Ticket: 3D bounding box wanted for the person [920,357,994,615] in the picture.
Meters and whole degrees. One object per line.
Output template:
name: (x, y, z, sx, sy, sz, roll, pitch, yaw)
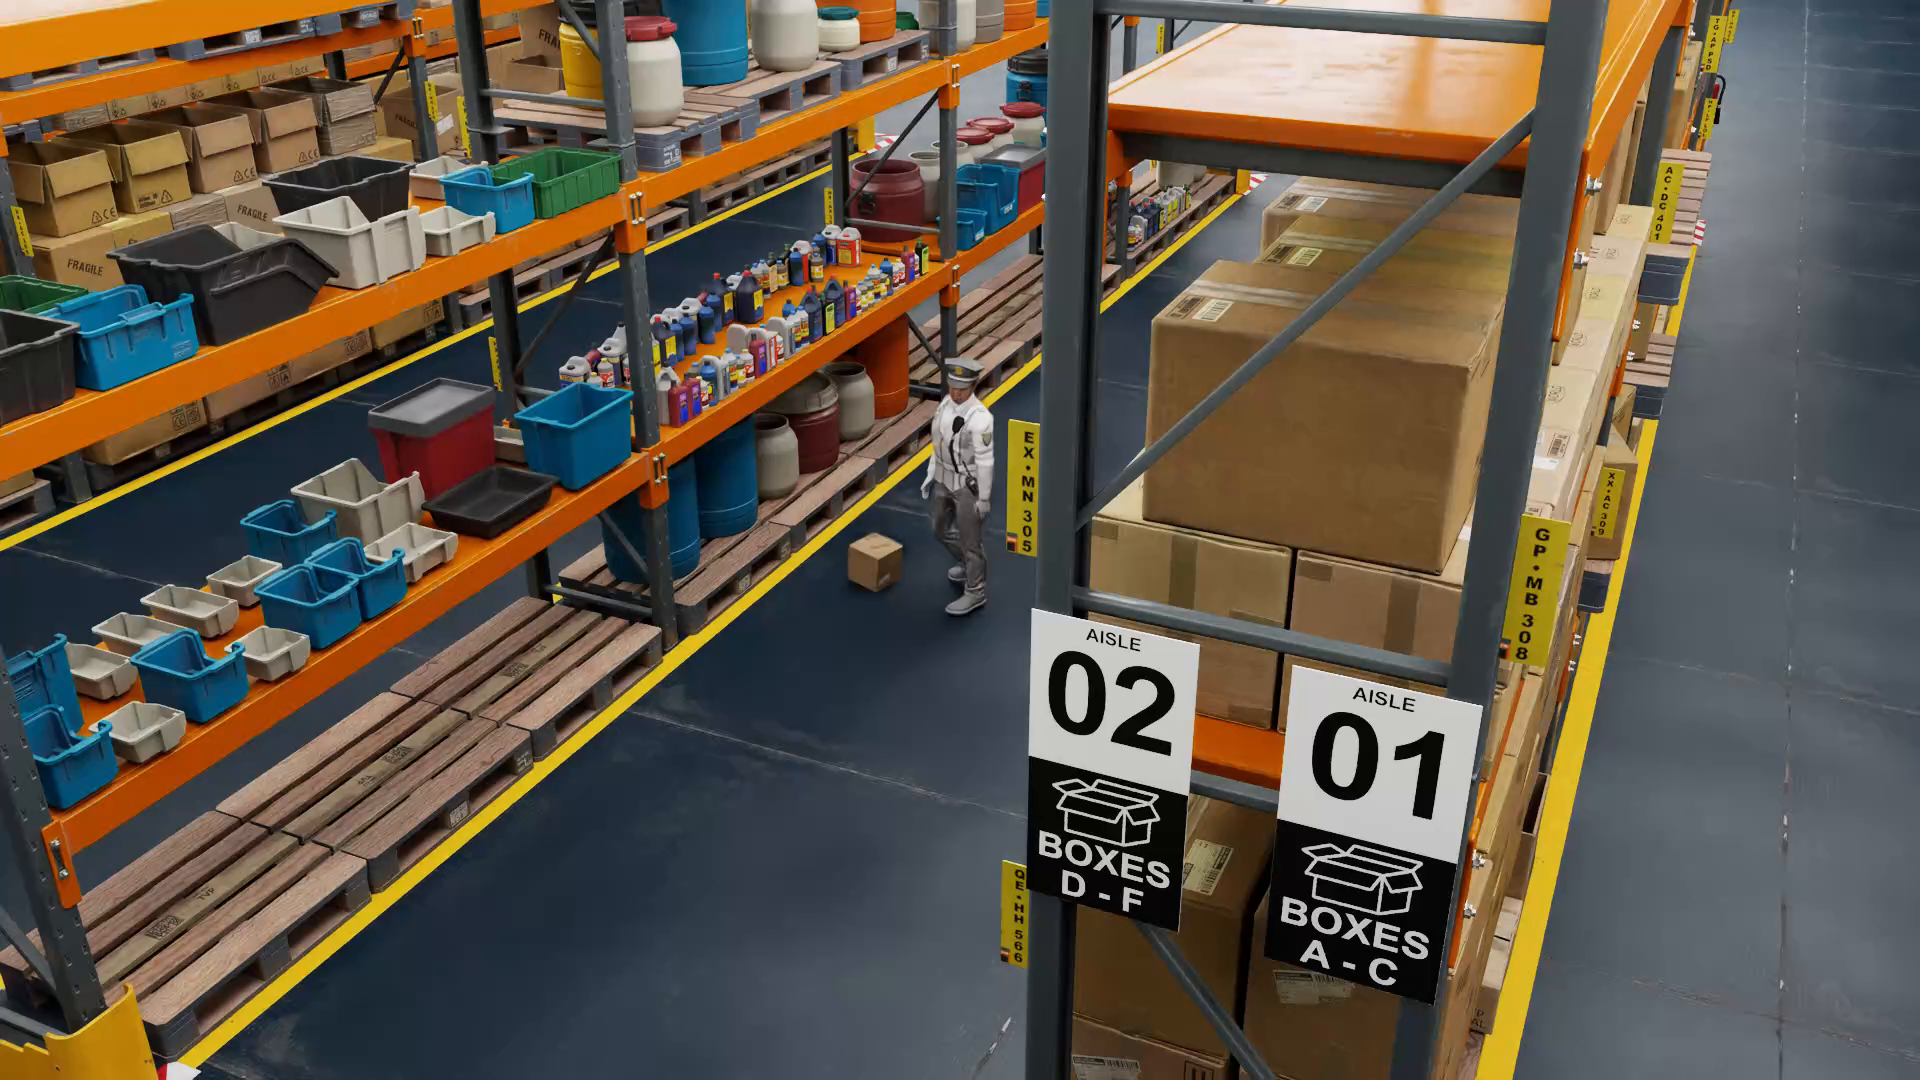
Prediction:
person: (0.017, -0.349, 10.078, 0.435, 1.661, 0.645, -15, 30, -27)
